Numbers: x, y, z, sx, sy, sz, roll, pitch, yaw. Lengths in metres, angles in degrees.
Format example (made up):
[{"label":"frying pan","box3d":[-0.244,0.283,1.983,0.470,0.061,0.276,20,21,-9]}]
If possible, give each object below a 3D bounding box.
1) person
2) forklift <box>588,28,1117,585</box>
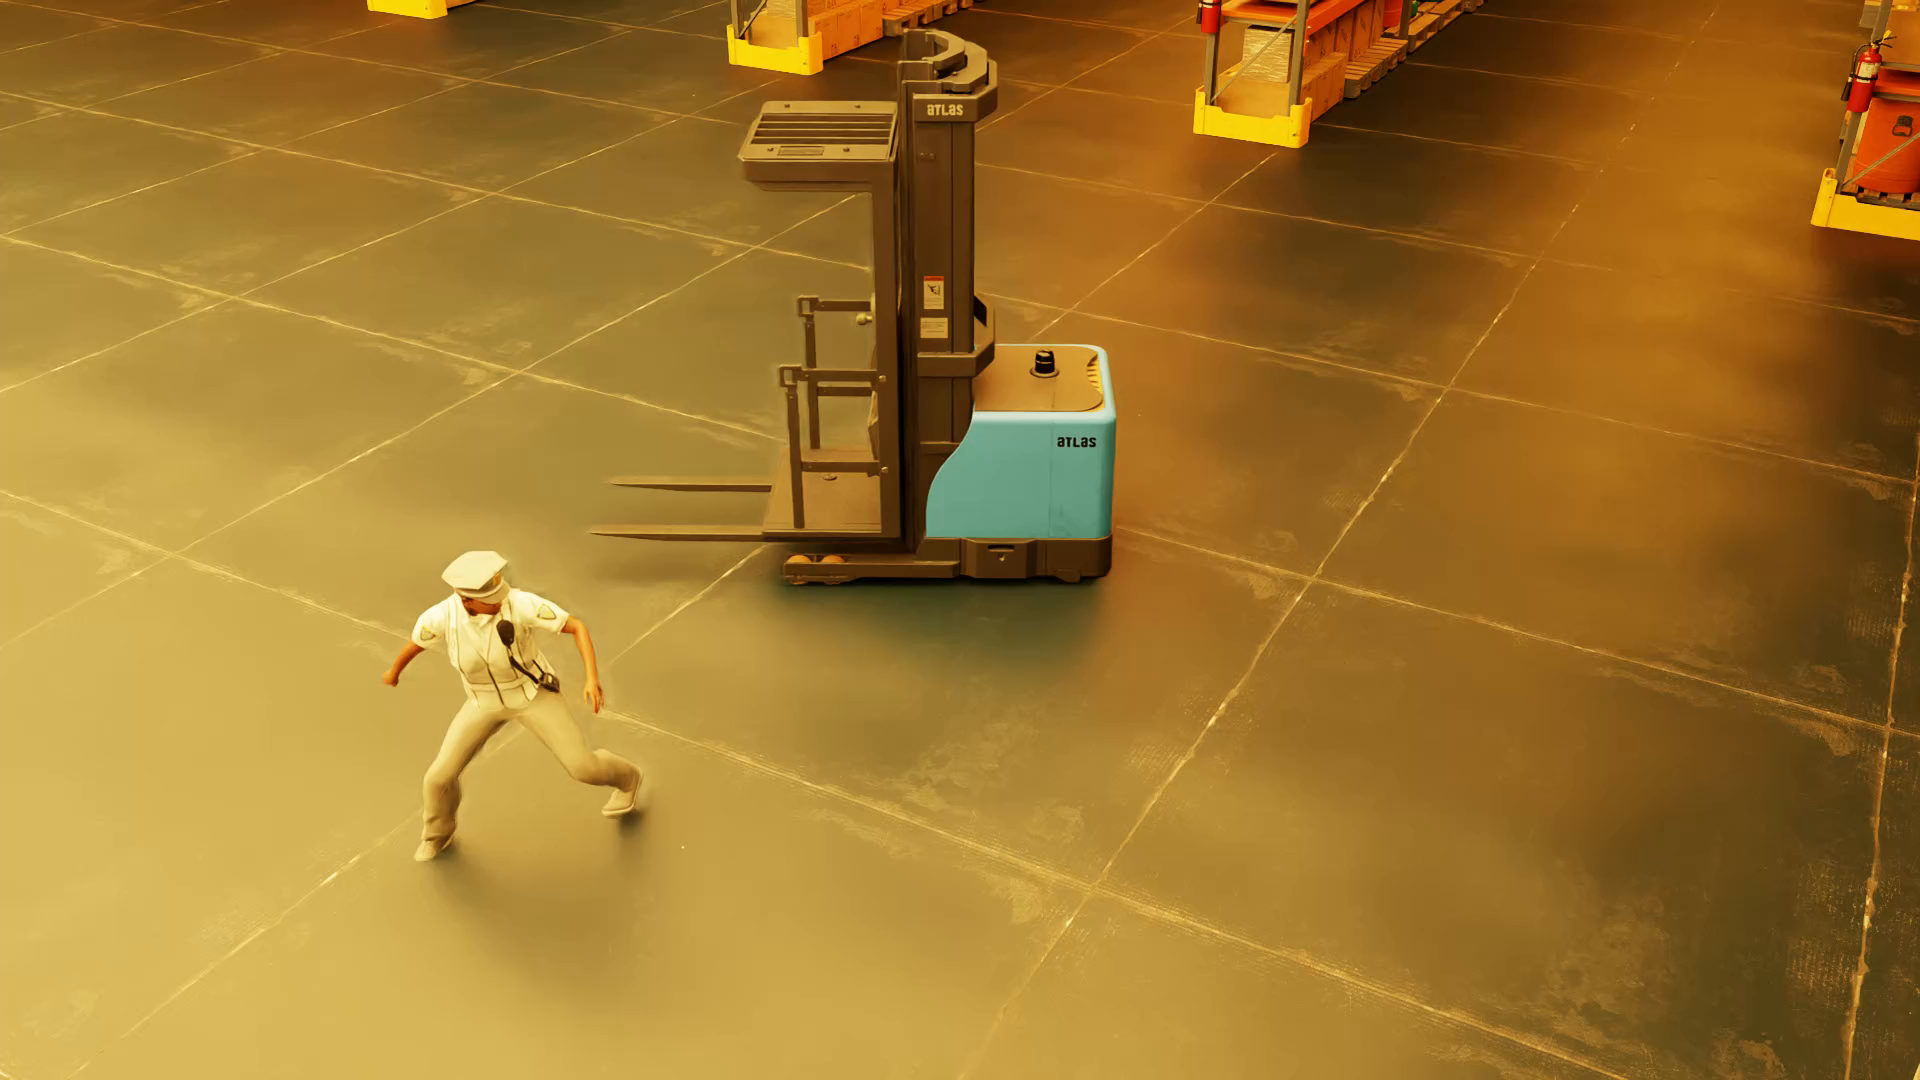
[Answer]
[{"label":"person","box3d":[-2.041,0.733,7.308,1.106,1.577,0.510,1,30,1]},{"label":"forklift","box3d":[-0.635,-1.275,9.280,3.031,2.935,1.130,0,30,1]}]
